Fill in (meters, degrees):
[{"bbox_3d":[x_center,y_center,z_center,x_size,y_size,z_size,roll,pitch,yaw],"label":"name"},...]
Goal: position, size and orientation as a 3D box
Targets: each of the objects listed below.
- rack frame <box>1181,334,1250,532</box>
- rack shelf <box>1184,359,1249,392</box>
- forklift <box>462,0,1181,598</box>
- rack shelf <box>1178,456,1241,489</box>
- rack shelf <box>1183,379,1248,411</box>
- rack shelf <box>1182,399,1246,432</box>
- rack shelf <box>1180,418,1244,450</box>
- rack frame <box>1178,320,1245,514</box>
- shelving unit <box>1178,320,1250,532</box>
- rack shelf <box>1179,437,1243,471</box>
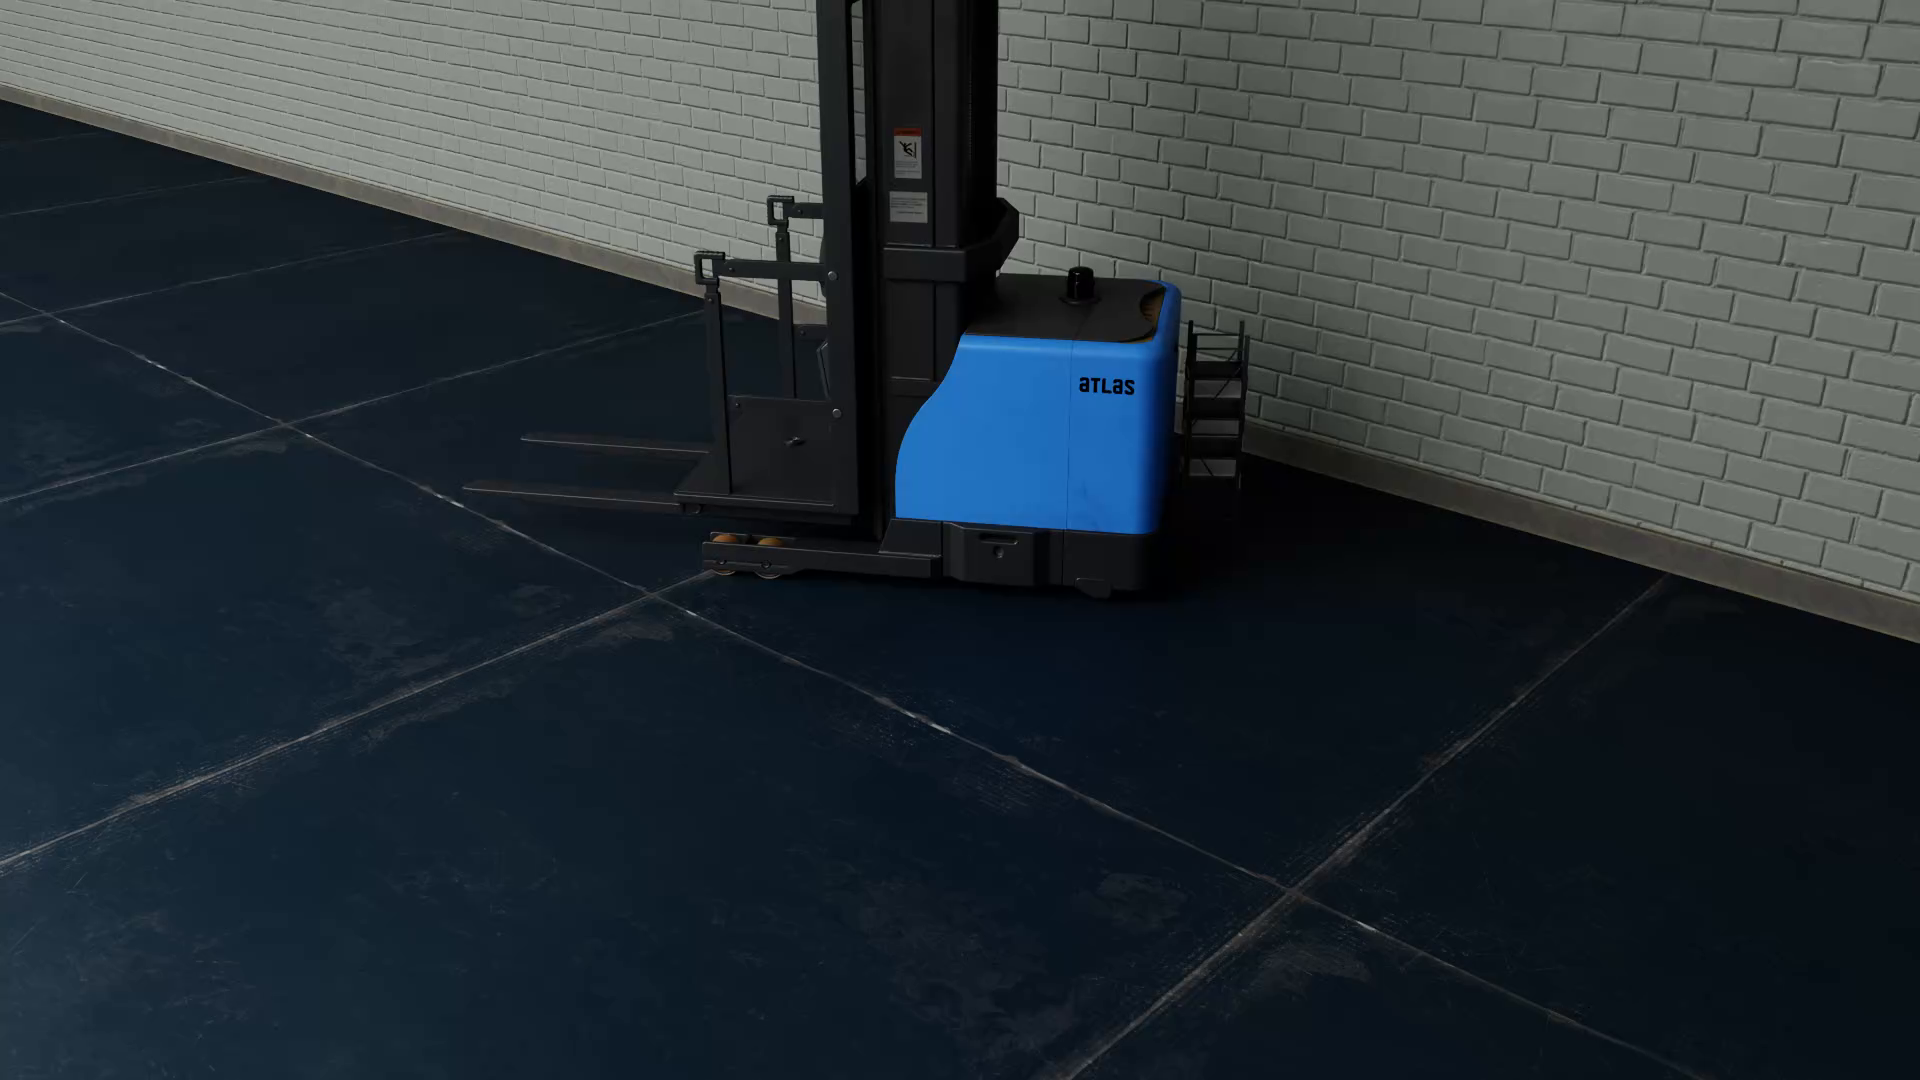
[{"bbox_3d":[1.096,-0.450,7.154,0.240,0.900,0.006,1,24,2],"label":"rack frame"},{"bbox_3d":[1.100,-0.708,7.150,0.258,0.077,0.200,1,24,2],"label":"rack shelf"},{"bbox_3d":[-0.613,-1.383,6.752,3.031,2.935,1.130,4,25,9],"label":"forklift"},{"bbox_3d":[1.100,-0.297,7.334,0.258,0.077,0.200,1,24,2],"label":"rack shelf"},{"bbox_3d":[1.100,-0.625,7.186,0.258,0.077,0.200,1,24,2],"label":"rack shelf"},{"bbox_3d":[1.100,-0.543,7.223,0.258,0.077,0.200,1,24,2],"label":"rack shelf"},{"bbox_3d":[1.100,-0.461,7.260,0.258,0.077,0.200,1,24,2],"label":"rack shelf"},{"bbox_3d":[1.105,-0.533,7.339,0.240,0.900,0.006,1,24,2],"label":"rack frame"},{"bbox_3d":[1.100,-0.492,7.246,0.258,0.900,0.210,1,24,2],"label":"shelving unit"},{"bbox_3d":[1.100,-0.379,7.297,0.258,0.077,0.200,1,24,2],"label":"rack shelf"}]
